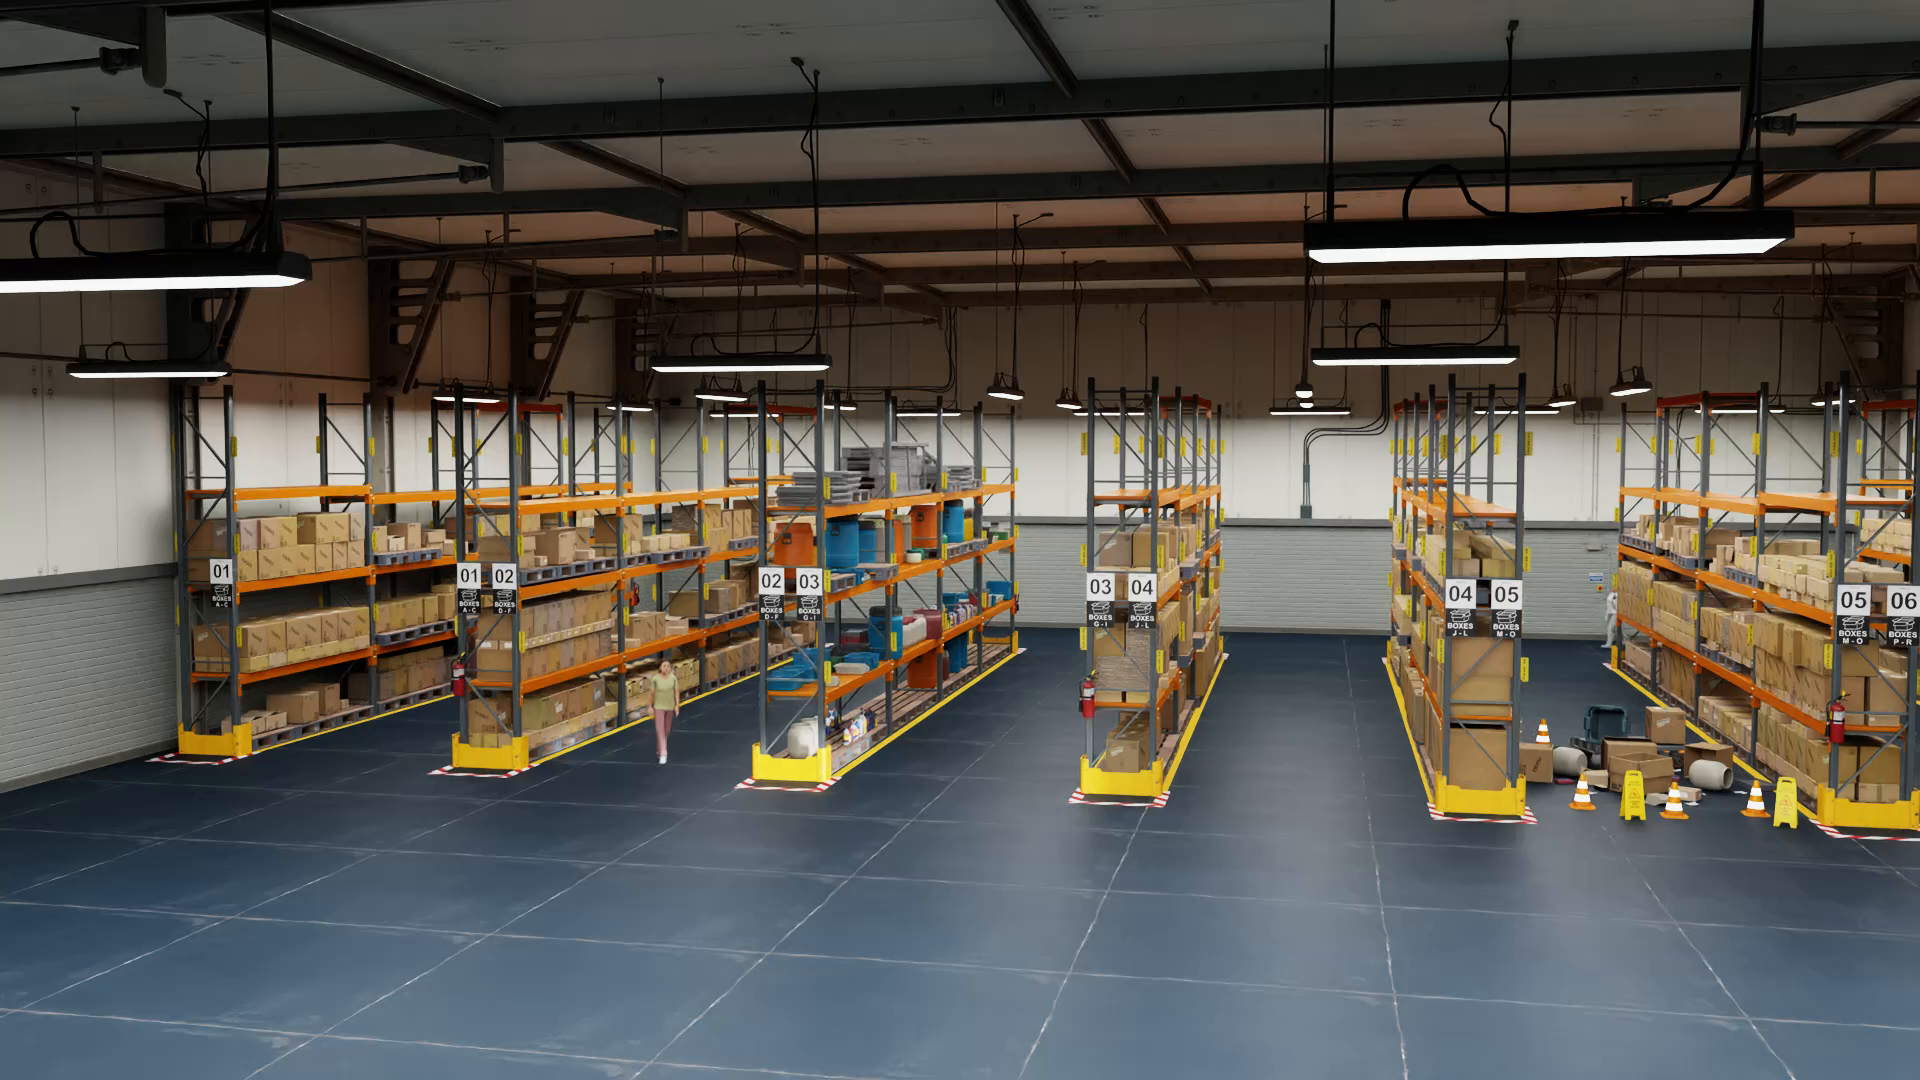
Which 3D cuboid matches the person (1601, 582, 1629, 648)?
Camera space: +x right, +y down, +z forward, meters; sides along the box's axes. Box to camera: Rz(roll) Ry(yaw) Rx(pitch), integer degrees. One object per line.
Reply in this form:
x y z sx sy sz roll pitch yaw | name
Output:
16.298 1.851 41.309 0.887 1.647 0.480 -1 3 -15 | person

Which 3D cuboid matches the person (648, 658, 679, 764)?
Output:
-4.684 2.687 26.395 0.512 1.628 0.934 -2 4 -31 | person

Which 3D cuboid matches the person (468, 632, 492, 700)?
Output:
-8.960 2.392 31.254 0.593 1.817 0.732 -1 3 -13 | person
